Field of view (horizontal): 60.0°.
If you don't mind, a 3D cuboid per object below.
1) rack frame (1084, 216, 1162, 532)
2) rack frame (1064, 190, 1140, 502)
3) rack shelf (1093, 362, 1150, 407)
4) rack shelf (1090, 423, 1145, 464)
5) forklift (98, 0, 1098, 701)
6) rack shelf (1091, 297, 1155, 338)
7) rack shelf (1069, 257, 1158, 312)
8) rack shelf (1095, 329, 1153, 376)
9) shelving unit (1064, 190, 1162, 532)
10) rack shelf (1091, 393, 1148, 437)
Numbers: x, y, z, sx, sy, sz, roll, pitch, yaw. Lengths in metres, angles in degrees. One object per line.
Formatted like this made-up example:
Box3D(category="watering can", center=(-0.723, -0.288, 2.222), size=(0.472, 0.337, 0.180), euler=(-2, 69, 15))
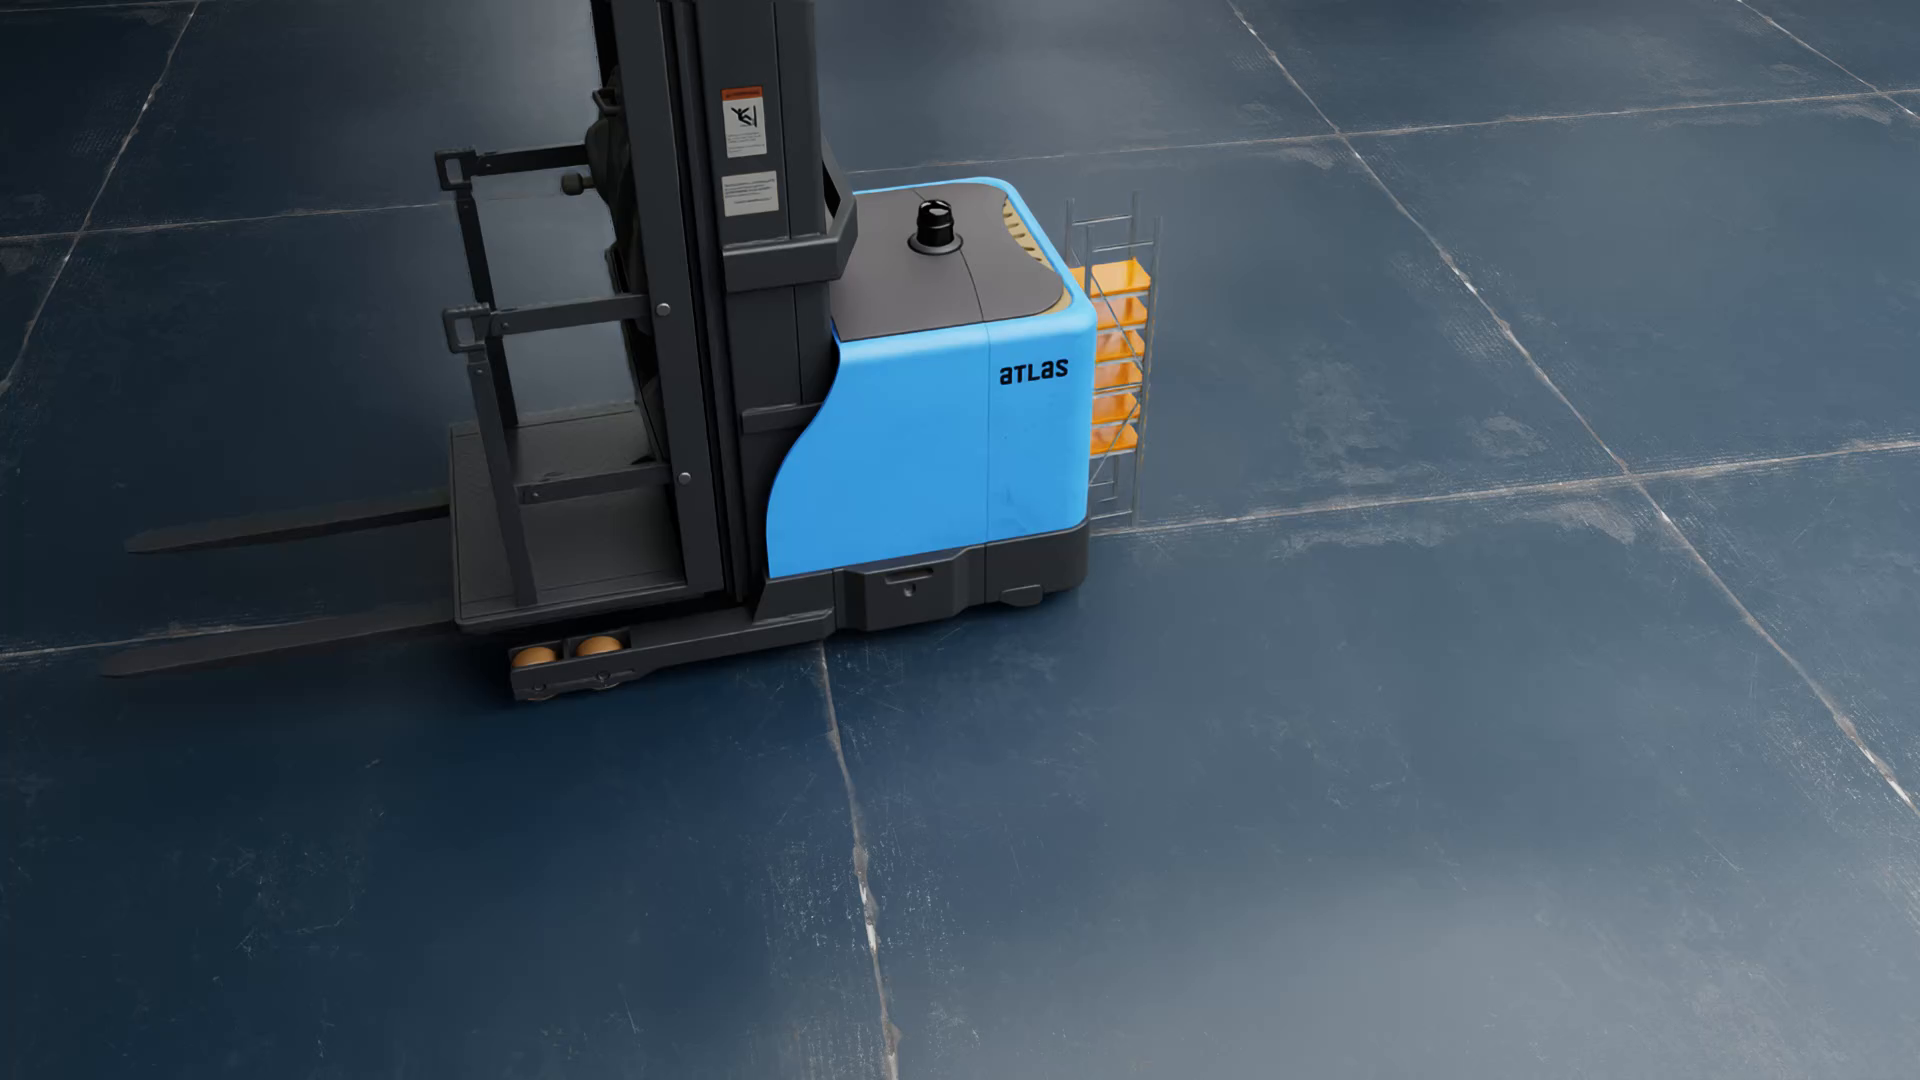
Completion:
Box3D(category="rack frame", center=(0.499, -0.493, 5.406), size=(0.240, 1.200, 0.006), euler=(-10, 39, -13))
Box3D(category="rack frame", center=(0.447, -0.600, 5.545), size=(0.240, 1.200, 0.006), euler=(-10, 39, -13))
Box3D(category="rack shelf", center=(0.473, -0.512, 5.503), size=(0.258, 0.103, 0.180), euler=(-10, 39, -13))
Box3D(category="rack shelf", center=(0.473, -0.322, 5.650), size=(0.258, 0.103, 0.180), euler=(-10, 39, -13))
Box3D(category="forklift", center=(-1.154, -1.024, 4.679), size=(3.031, 2.935, 1.130), euler=(-9, 39, -12))
Box3D(category="rack shelf", center=(0.473, -0.701, 5.356), size=(0.258, 0.103, 0.180), euler=(-10, 39, -13))
Box3D(category="rack shelf", center=(0.473, -0.796, 5.282), size=(0.258, 0.103, 0.180), euler=(-10, 39, -13))
Box3D(category="rack shelf", center=(0.473, -0.606, 5.429), size=(0.258, 0.103, 0.180), euler=(-10, 39, -13))
Box3D(category="shelving unit", center=(0.473, -0.547, 5.476), size=(0.258, 1.200, 0.189), euler=(-10, 39, -13))
Box3D(category="rack shelf", center=(0.473, -0.417, 5.577), size=(0.258, 0.103, 0.180), euler=(-10, 39, -13))
